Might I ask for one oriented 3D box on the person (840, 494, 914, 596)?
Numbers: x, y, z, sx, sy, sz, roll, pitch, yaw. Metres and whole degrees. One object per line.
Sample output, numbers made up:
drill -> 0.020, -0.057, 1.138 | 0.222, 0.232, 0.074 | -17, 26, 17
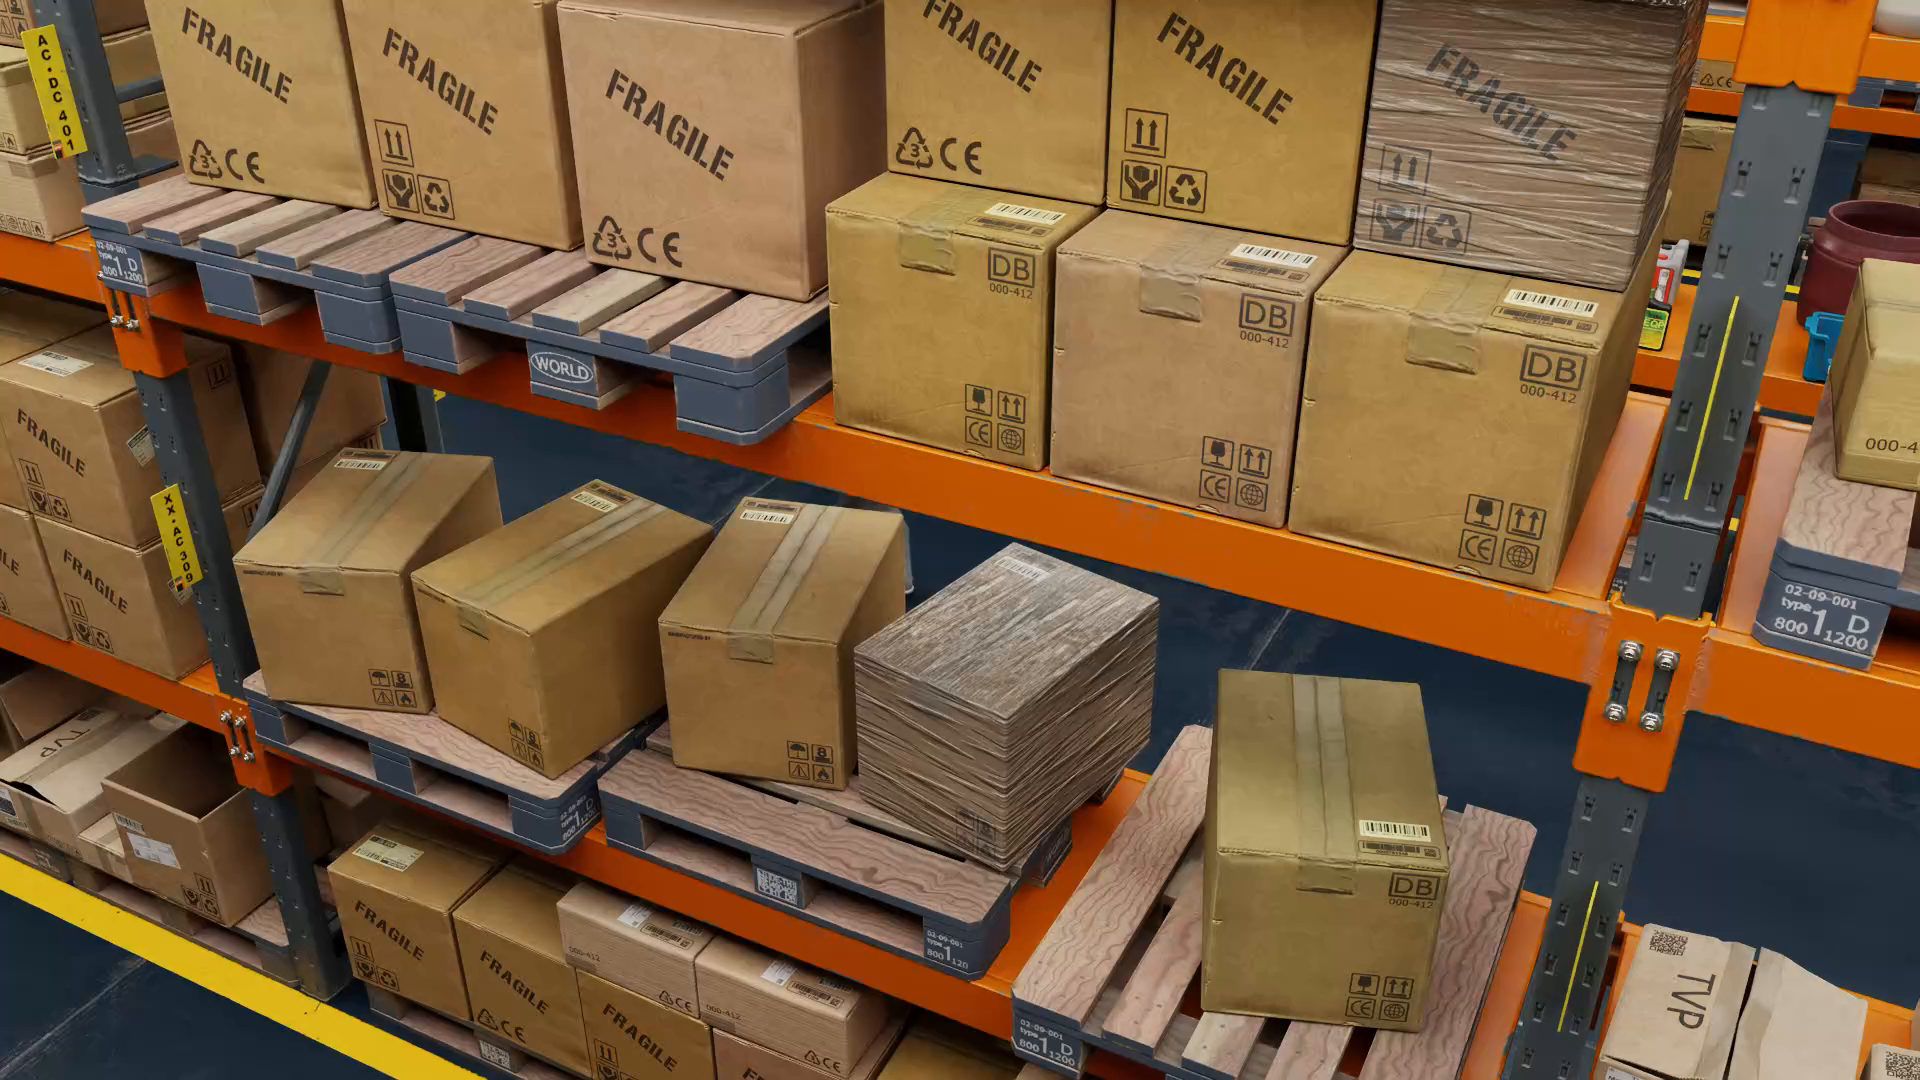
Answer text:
person -> -0.476, -0.442, 7.867 | 0.517, 1.692, 0.441 | 14, 33, 23
